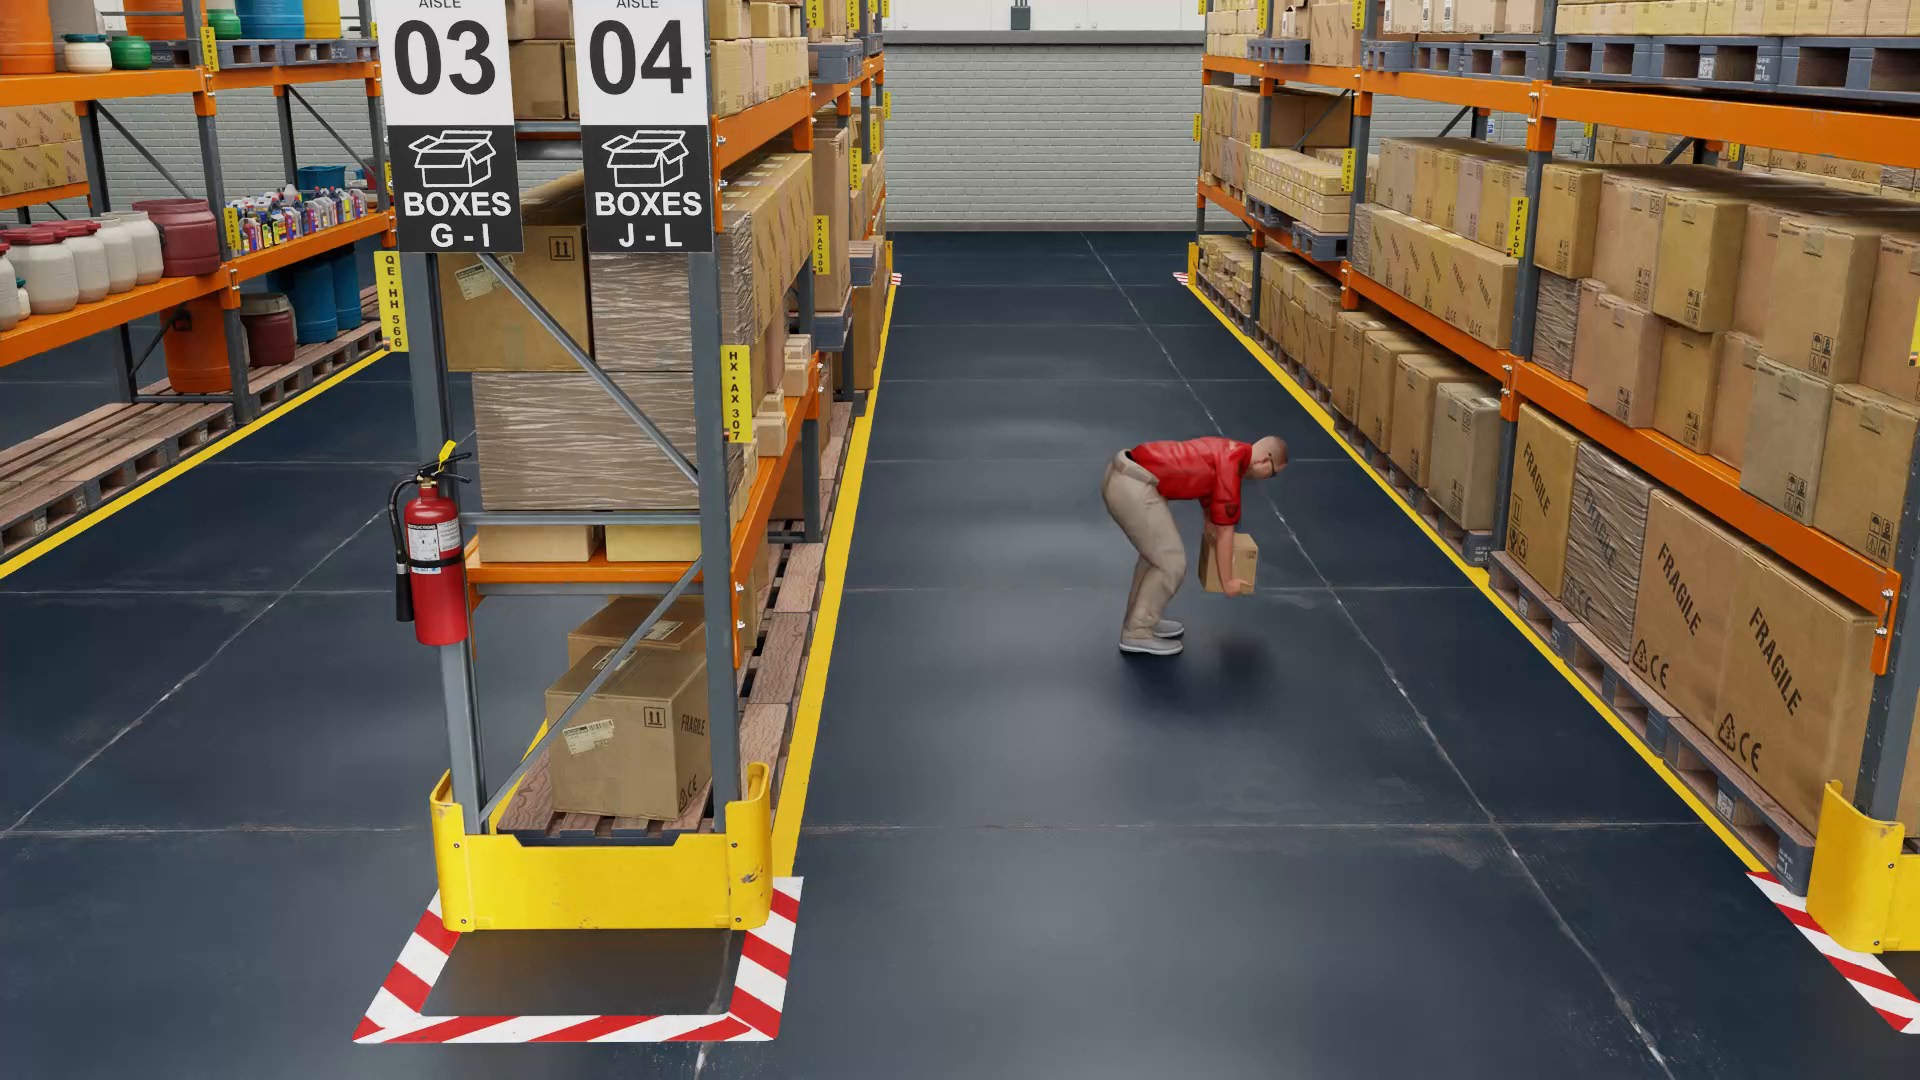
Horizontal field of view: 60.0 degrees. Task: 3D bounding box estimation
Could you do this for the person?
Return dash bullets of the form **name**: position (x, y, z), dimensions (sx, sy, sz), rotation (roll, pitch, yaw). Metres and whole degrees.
- **person**: position (1.206, -0.031, 8.596), dimensions (0.956, 1.023, 0.480), rotation (-1, 17, -3)
